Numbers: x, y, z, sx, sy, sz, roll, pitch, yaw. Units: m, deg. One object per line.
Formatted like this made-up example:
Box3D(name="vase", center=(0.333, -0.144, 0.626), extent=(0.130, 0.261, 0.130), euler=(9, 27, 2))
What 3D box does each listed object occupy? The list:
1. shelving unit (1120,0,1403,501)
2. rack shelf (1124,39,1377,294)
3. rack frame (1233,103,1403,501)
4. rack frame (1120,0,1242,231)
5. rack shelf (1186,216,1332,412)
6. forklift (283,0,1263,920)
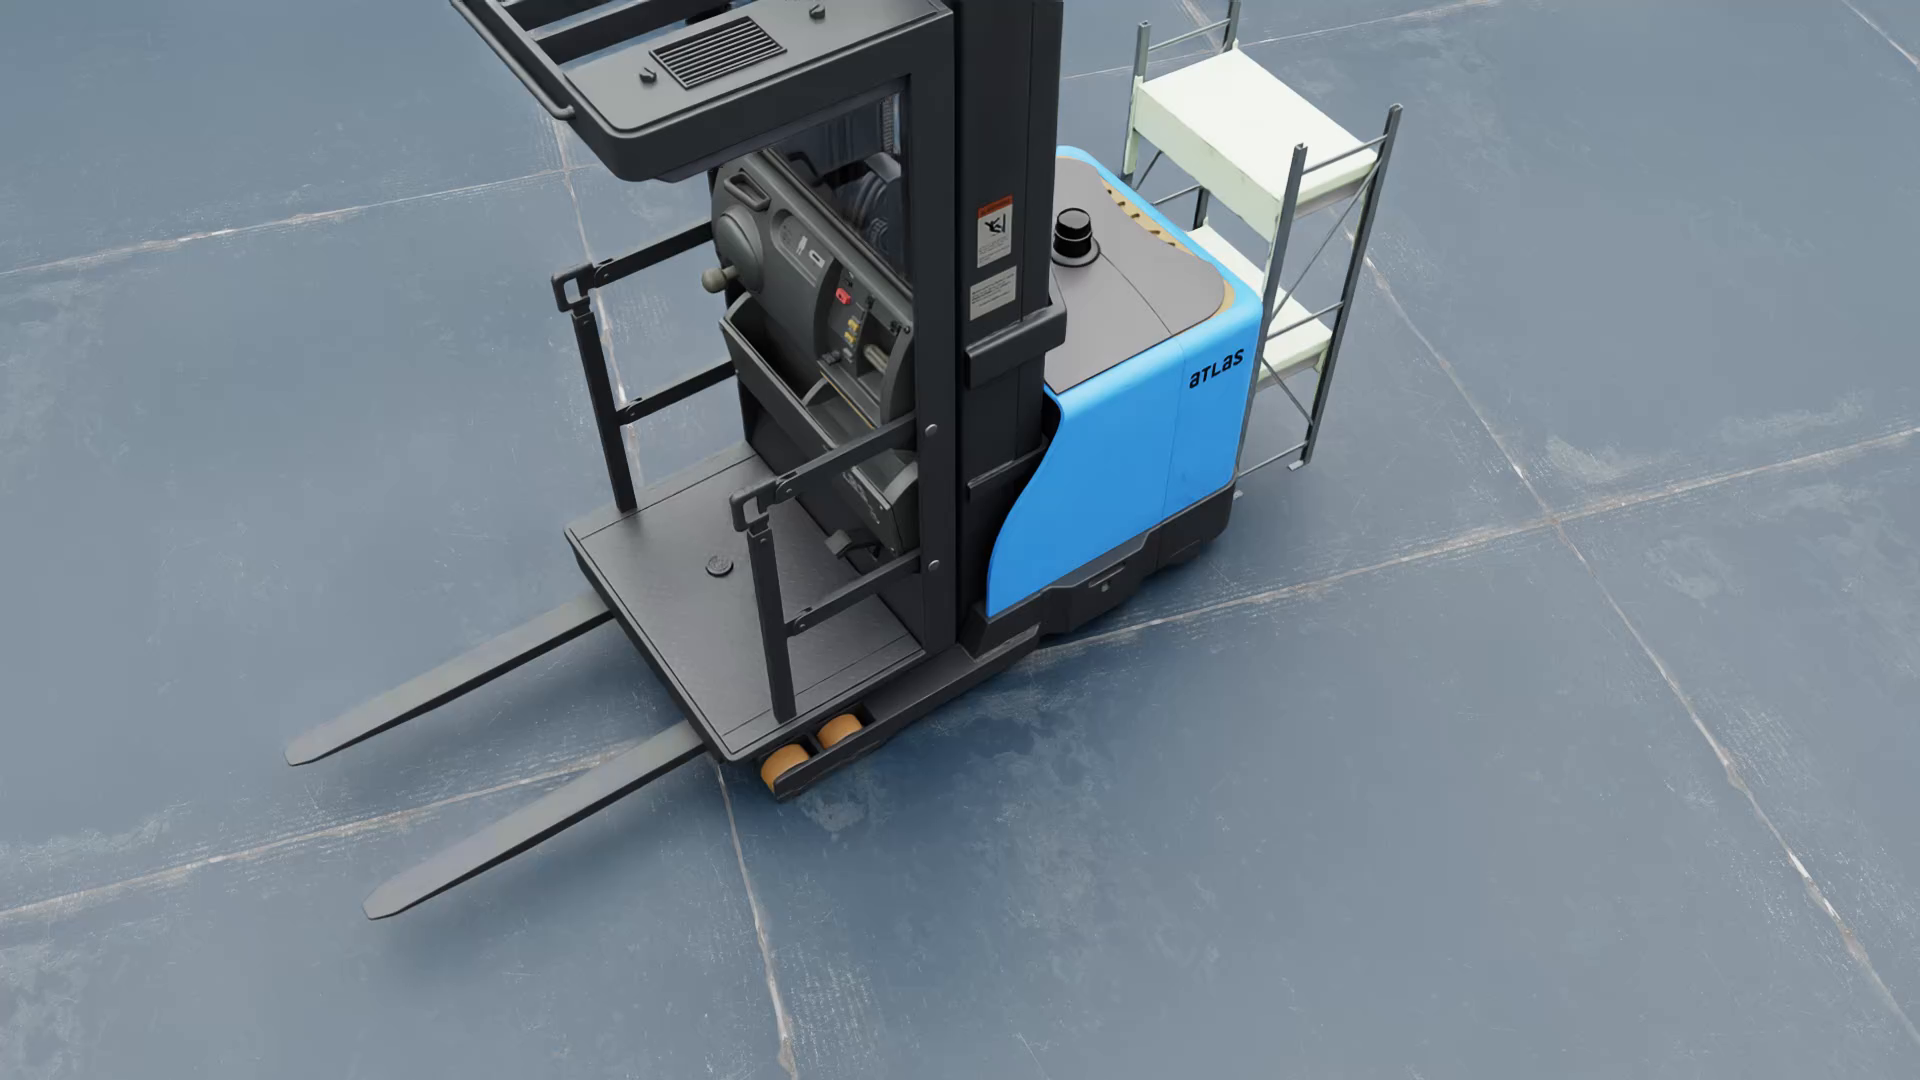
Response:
Box3D(name="shelving unit", center=(0.905, -0.935, 5.549), extent=(0.431, 1.500, 0.755), euler=(-26, 54, -22))
Box3D(name="rack shelf", center=(0.914, -1.190, 5.254), extent=(0.431, 0.370, 0.720), euler=(-26, 54, -22))
Box3D(name="rack frame", center=(1.105, -0.700, 5.352), extent=(0.400, 1.500, 0.023), euler=(-26, 54, -22))
Box3D(name="rack frame", center=(0.705, -1.169, 5.747), extent=(0.400, 1.500, 0.023), euler=(-26, 54, -22))
Box3D(name="rack shelf", center=(0.898, -0.721, 5.795), extent=(0.431, 0.370, 0.720), euler=(-26, 54, -22))
Box3D(name="forklift", center=(-0.575, -0.626, 4.360), extent=(3.031, 2.935, 1.130), euler=(-28, 55, -22))
